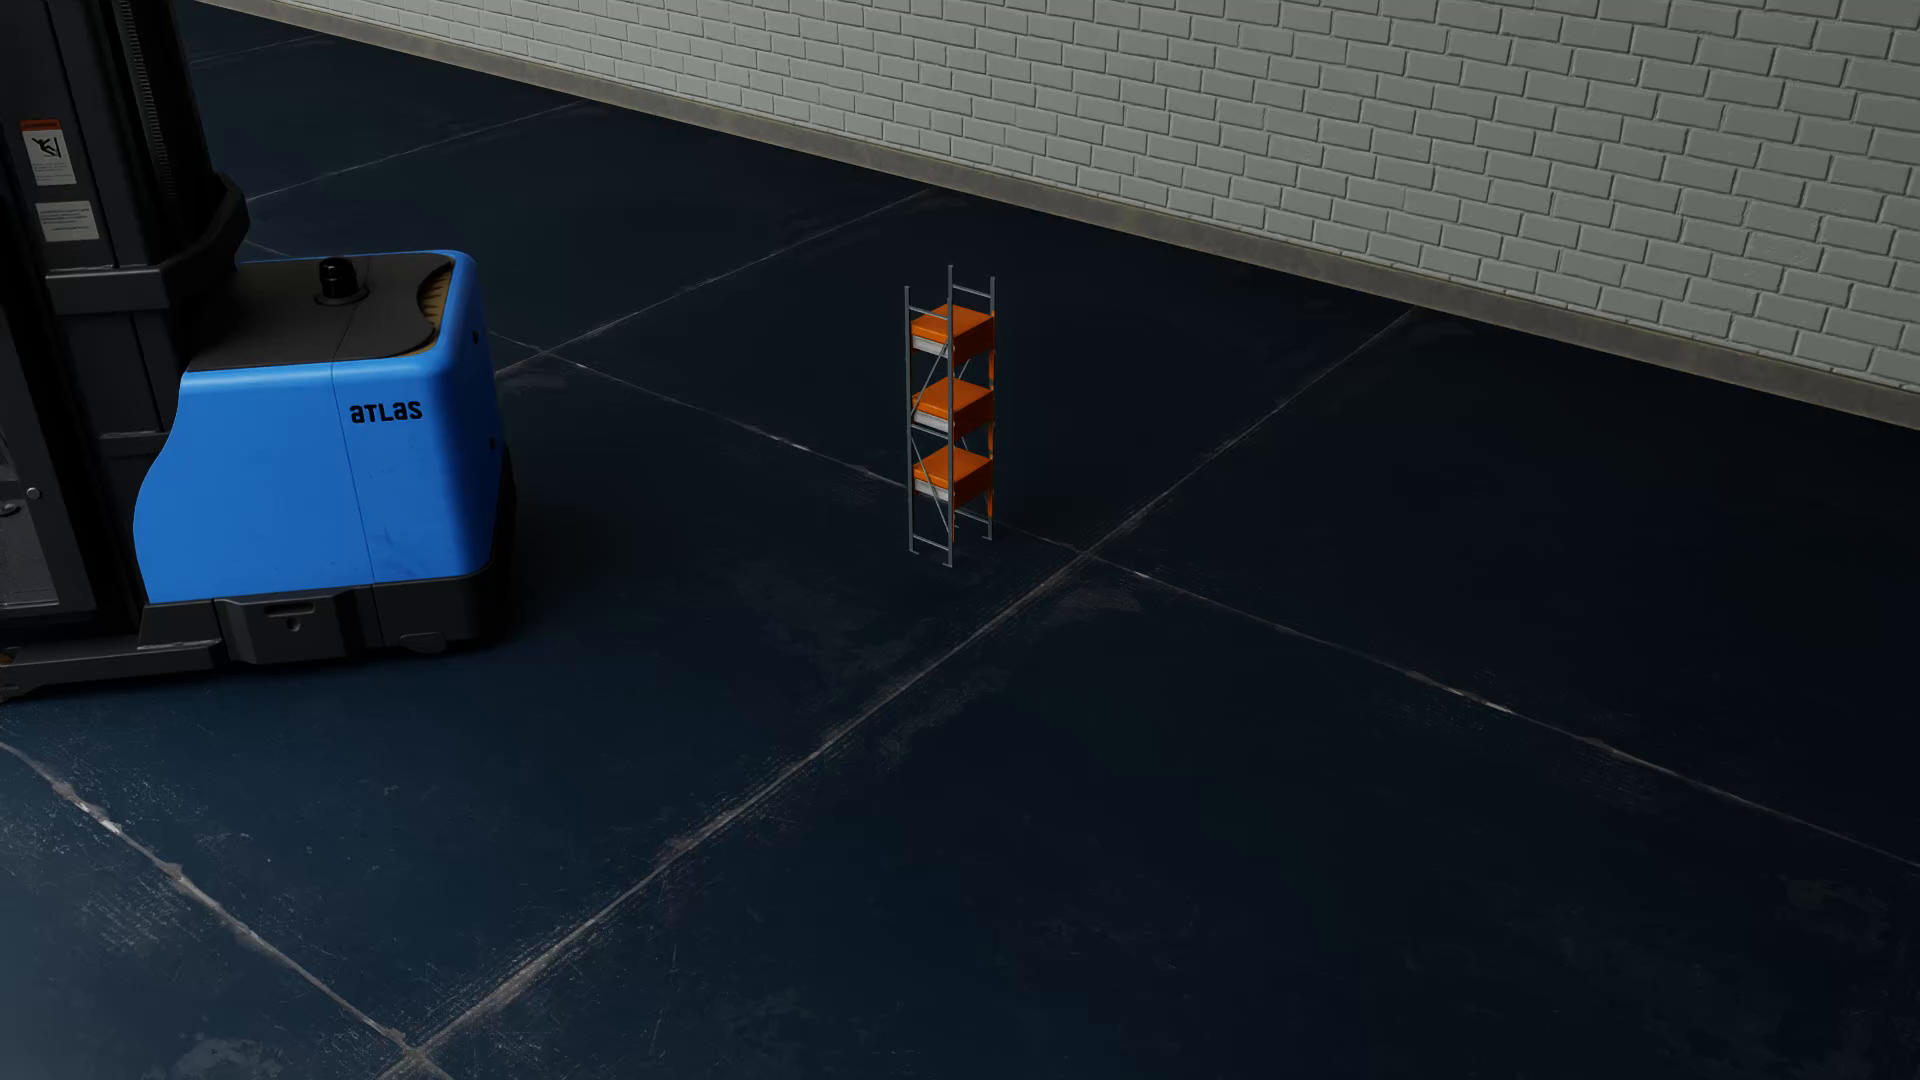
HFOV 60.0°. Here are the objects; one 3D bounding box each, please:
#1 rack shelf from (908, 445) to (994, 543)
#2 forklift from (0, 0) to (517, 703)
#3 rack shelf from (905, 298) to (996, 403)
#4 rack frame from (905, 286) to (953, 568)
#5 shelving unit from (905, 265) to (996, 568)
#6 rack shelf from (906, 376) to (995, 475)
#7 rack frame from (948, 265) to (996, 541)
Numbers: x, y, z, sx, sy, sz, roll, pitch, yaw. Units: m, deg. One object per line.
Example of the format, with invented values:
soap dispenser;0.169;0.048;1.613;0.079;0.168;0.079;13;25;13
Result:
rack shelf;-0.032;-0.182;6.093;0.215;0.259;0.240;21;37;31
forklift;-3.116;-1.006;5.073;3.031;2.935;1.130;-5;31;-9
rack shelf;-0.032;-0.665;5.806;0.215;0.259;0.240;21;37;31
rack frame;-0.106;-0.380;5.862;0.200;1.050;0.008;21;37;31
shelving unit;-0.032;-0.430;5.946;0.215;1.050;0.252;21;37;31
rack shelf;-0.032;-0.421;5.951;0.215;0.259;0.240;21;37;31
rack frame;0.041;-0.479;6.029;0.200;1.050;0.008;21;37;31
